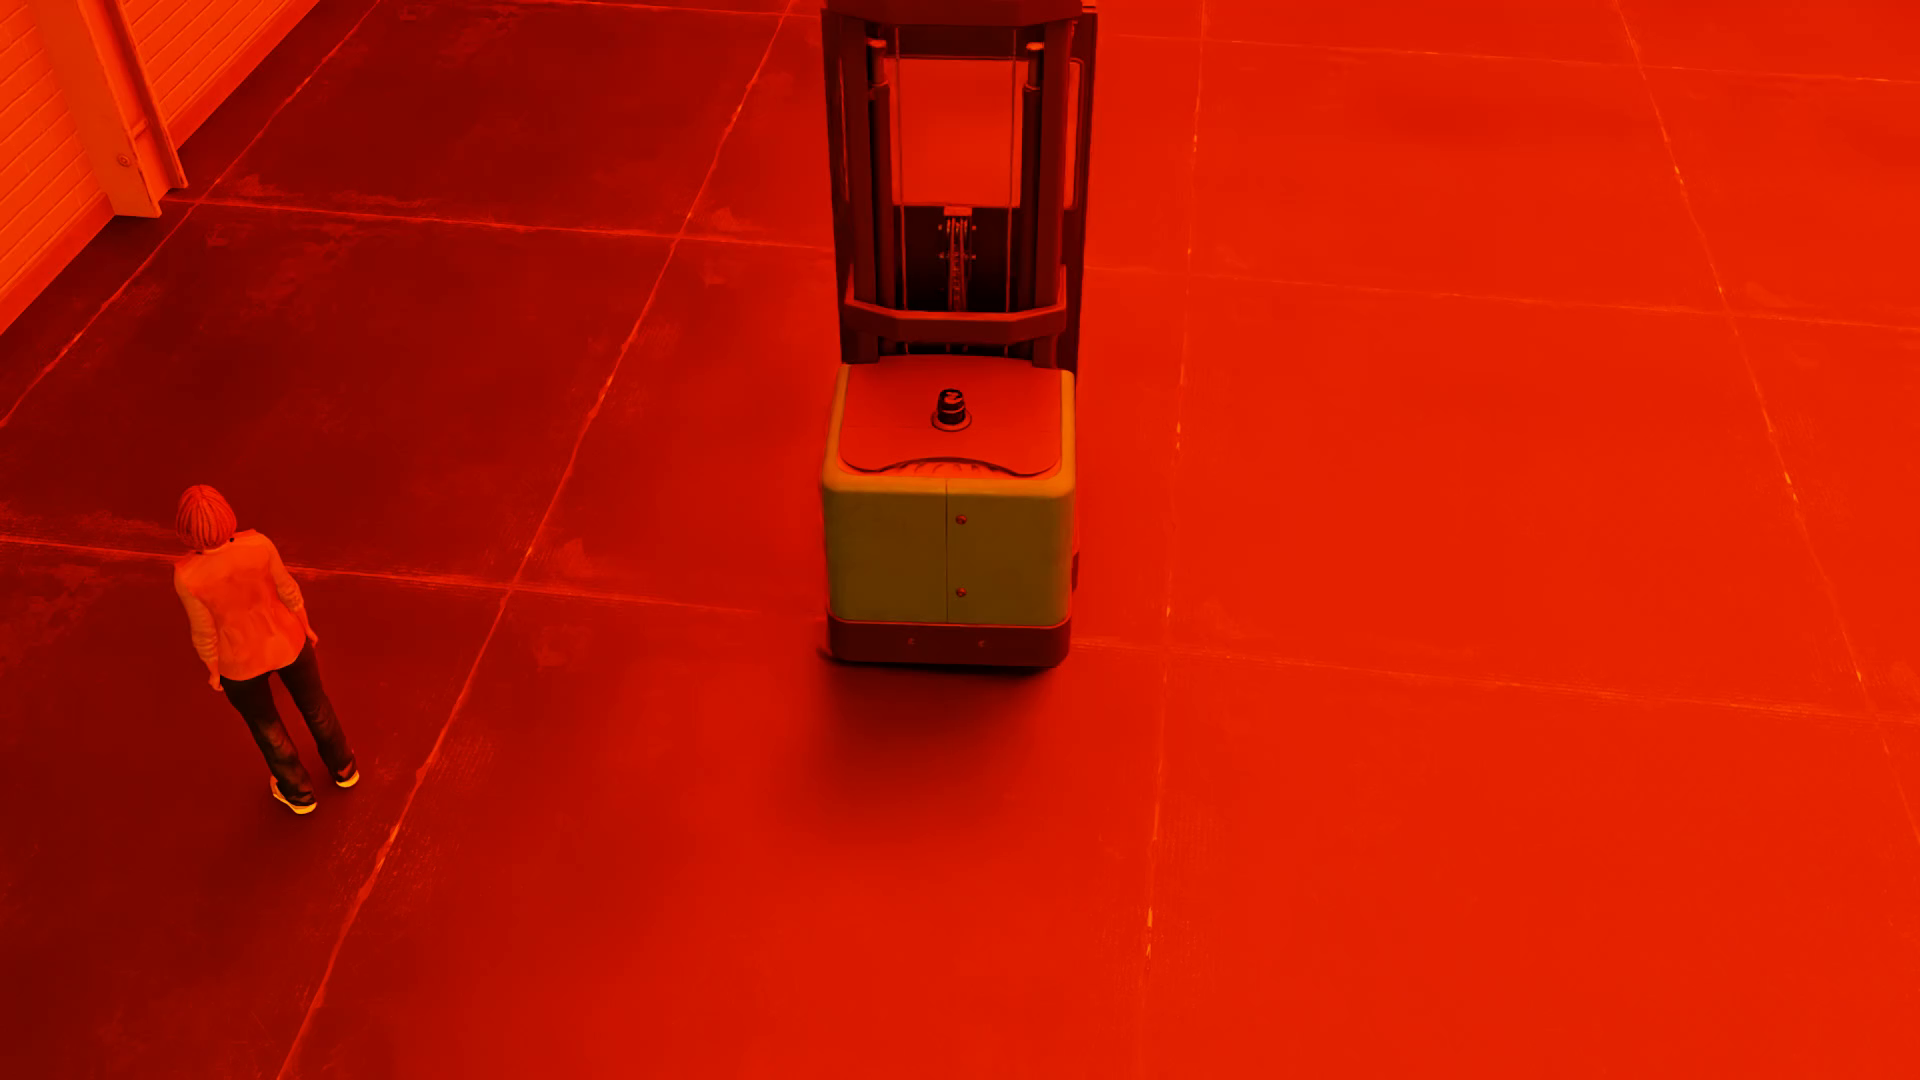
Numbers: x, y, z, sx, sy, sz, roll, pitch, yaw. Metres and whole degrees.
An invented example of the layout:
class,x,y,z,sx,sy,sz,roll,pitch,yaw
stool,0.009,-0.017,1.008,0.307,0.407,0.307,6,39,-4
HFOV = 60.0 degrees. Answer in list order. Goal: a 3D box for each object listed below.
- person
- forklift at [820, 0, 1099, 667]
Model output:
class,x,y,z,sx,sy,sz,roll,pitch,yaw
person,-2.632,0.418,6.253,0.415,1.603,0.316,-29,50,-28
forklift,0.009,-1.512,7.371,1.130,2.935,3.031,2,43,2
